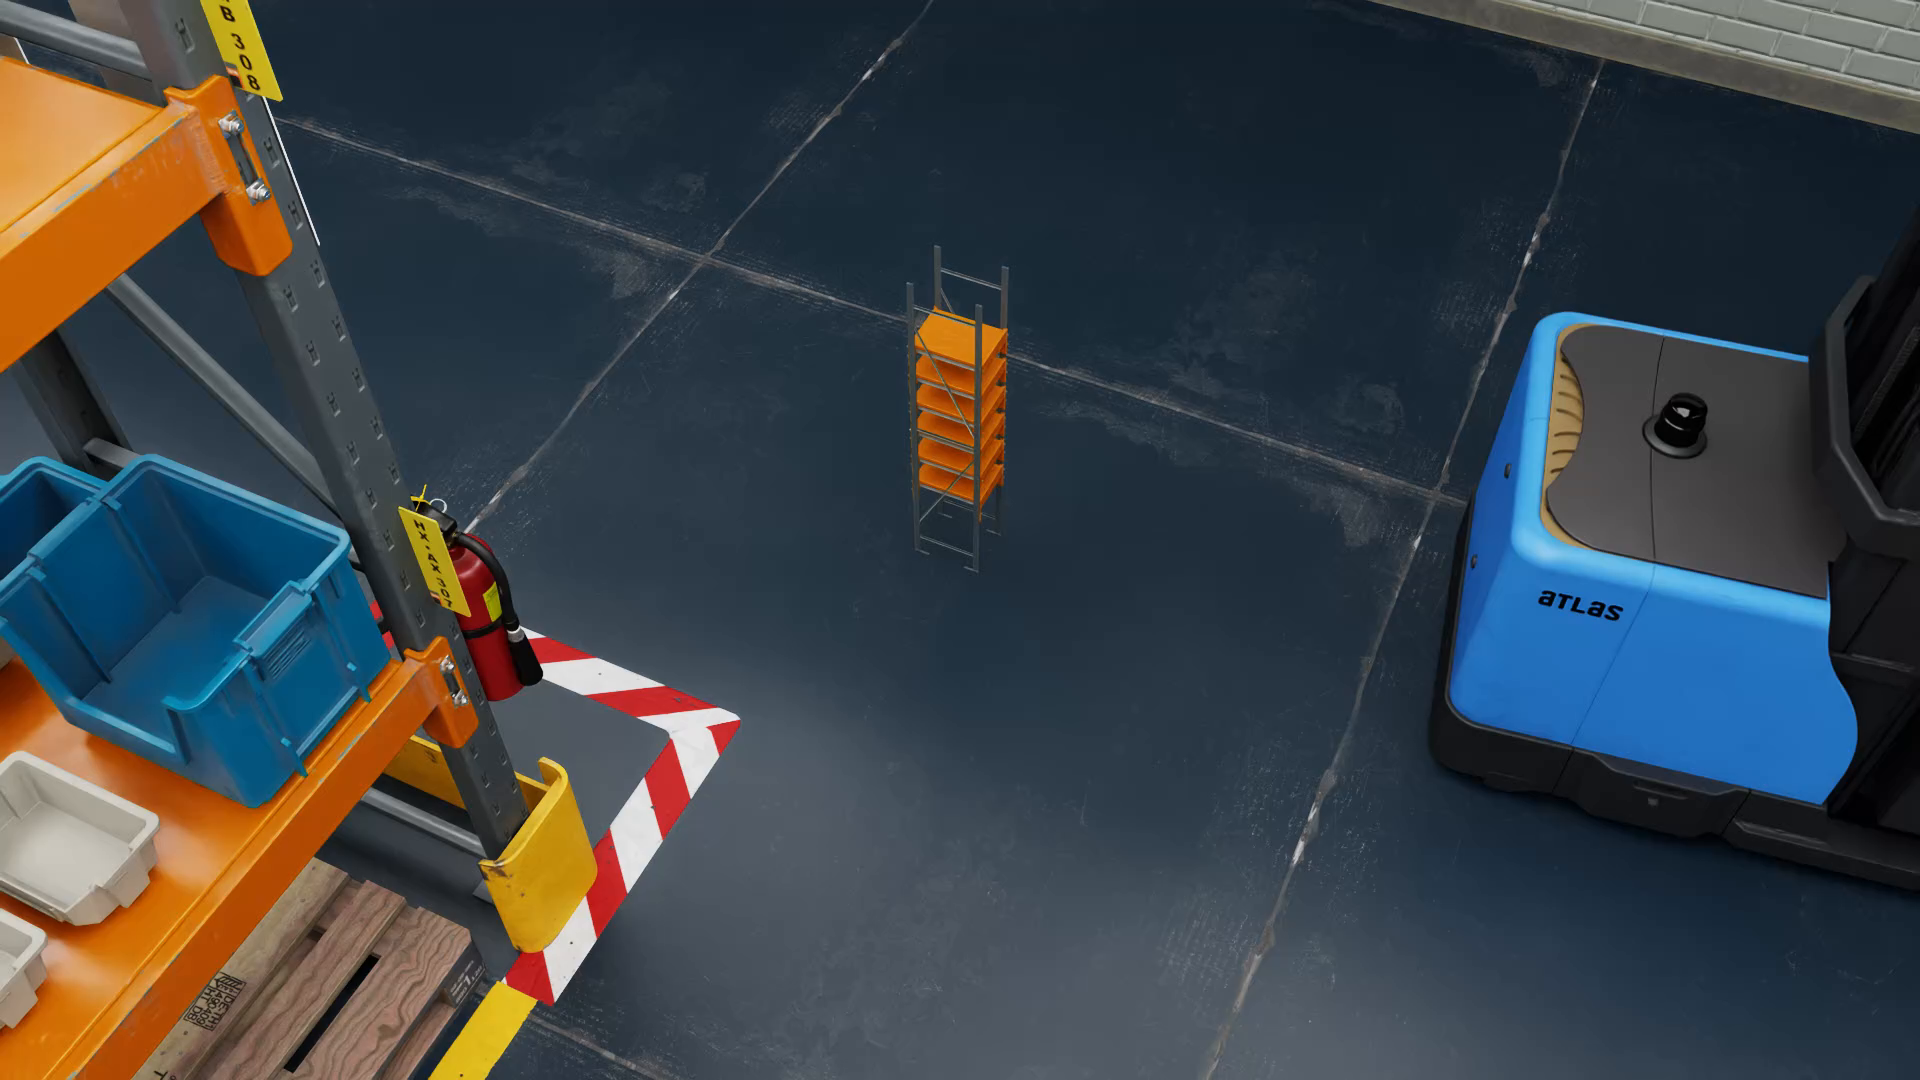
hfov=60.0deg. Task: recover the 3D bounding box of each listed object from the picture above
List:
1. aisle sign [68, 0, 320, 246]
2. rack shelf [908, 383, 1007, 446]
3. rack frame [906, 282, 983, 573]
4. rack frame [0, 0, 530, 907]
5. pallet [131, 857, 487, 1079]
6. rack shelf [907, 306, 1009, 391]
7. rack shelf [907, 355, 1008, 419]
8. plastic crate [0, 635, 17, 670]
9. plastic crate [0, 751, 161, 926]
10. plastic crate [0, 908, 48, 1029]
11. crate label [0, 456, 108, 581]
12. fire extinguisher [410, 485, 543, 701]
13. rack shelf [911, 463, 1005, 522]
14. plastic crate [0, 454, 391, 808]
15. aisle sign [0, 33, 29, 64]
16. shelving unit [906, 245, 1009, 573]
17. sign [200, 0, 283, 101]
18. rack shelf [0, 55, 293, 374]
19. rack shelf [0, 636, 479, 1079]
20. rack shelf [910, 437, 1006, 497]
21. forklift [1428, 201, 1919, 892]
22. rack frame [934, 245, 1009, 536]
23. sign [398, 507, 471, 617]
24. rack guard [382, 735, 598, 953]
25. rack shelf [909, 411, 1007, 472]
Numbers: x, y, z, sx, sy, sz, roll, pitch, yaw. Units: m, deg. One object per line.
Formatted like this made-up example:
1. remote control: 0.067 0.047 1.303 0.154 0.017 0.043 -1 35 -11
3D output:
1. aisle sign: -1.353 -0.860 2.805 0.394 0.787 0.004 20 52 16
2. rack shelf: -0.006 -0.428 5.227 0.258 0.103 0.180 20 52 16
3. rack frame: -0.045 -0.316 5.231 0.240 1.200 0.006 20 52 16
4. rack frame: -1.649 -0.063 3.834 1.000 3.000 0.127 20 52 16
5. pallet: -2.036 1.395 4.424 1.003 0.211 1.213 20 52 16
6. rack shelf: -0.006 -0.583 5.044 0.258 0.103 0.180 20 52 16
7. rack shelf: -0.006 -0.506 5.136 0.258 0.103 0.180 20 52 16
8. plastic crate: -2.264 0.259 3.694 0.250 0.136 0.298 20 52 16
9. plastic crate: -1.834 0.623 3.384 0.396 0.136 0.243 20 52 16
10. plastic crate: -1.971 0.818 3.218 0.396 0.136 0.243 20 52 16
11. crate label: -2.052 0.034 3.822 0.416 0.233 0.303 20 52 16
12. fire extinguisher: -1.174 0.126 3.969 0.296 0.674 0.183 20 52 16
13. rack shelf: -0.006 -0.195 5.501 0.258 0.103 0.180 20 52 16
14. plastic crate: -1.623 0.197 3.550 0.616 0.435 0.499 20 52 16
15. aisle sign: -1.887 -1.052 2.969 0.394 0.787 0.004 20 52 16
16. shelving unit: -0.006 -0.379 5.285 0.258 1.200 0.189 20 52 16
17. sign: -1.145 -0.834 2.589 0.100 0.325 0.005 20 52 16
18. rack shelf: -2.503 0.575 1.794 1.077 0.370 4.000 20 52 16
19. rack shelf: -2.503 1.547 2.937 1.077 0.370 4.000 20 52 16
20. rack shelf: -0.006 -0.272 5.410 0.258 0.103 0.180 20 52 16
21. forklift: 3.018 -0.270 4.055 3.031 2.935 1.130 13 51 11
22. rack frame: 0.033 -0.442 5.338 0.240 1.200 0.006 20 52 16
23. sign: -1.145 0.051 3.630 0.100 0.325 0.005 20 52 16
24. rack guard: -1.650 0.726 4.804 1.175 0.500 0.348 20 52 16
25. rack shelf: -0.006 -0.350 5.318 0.258 0.103 0.180 20 52 16
